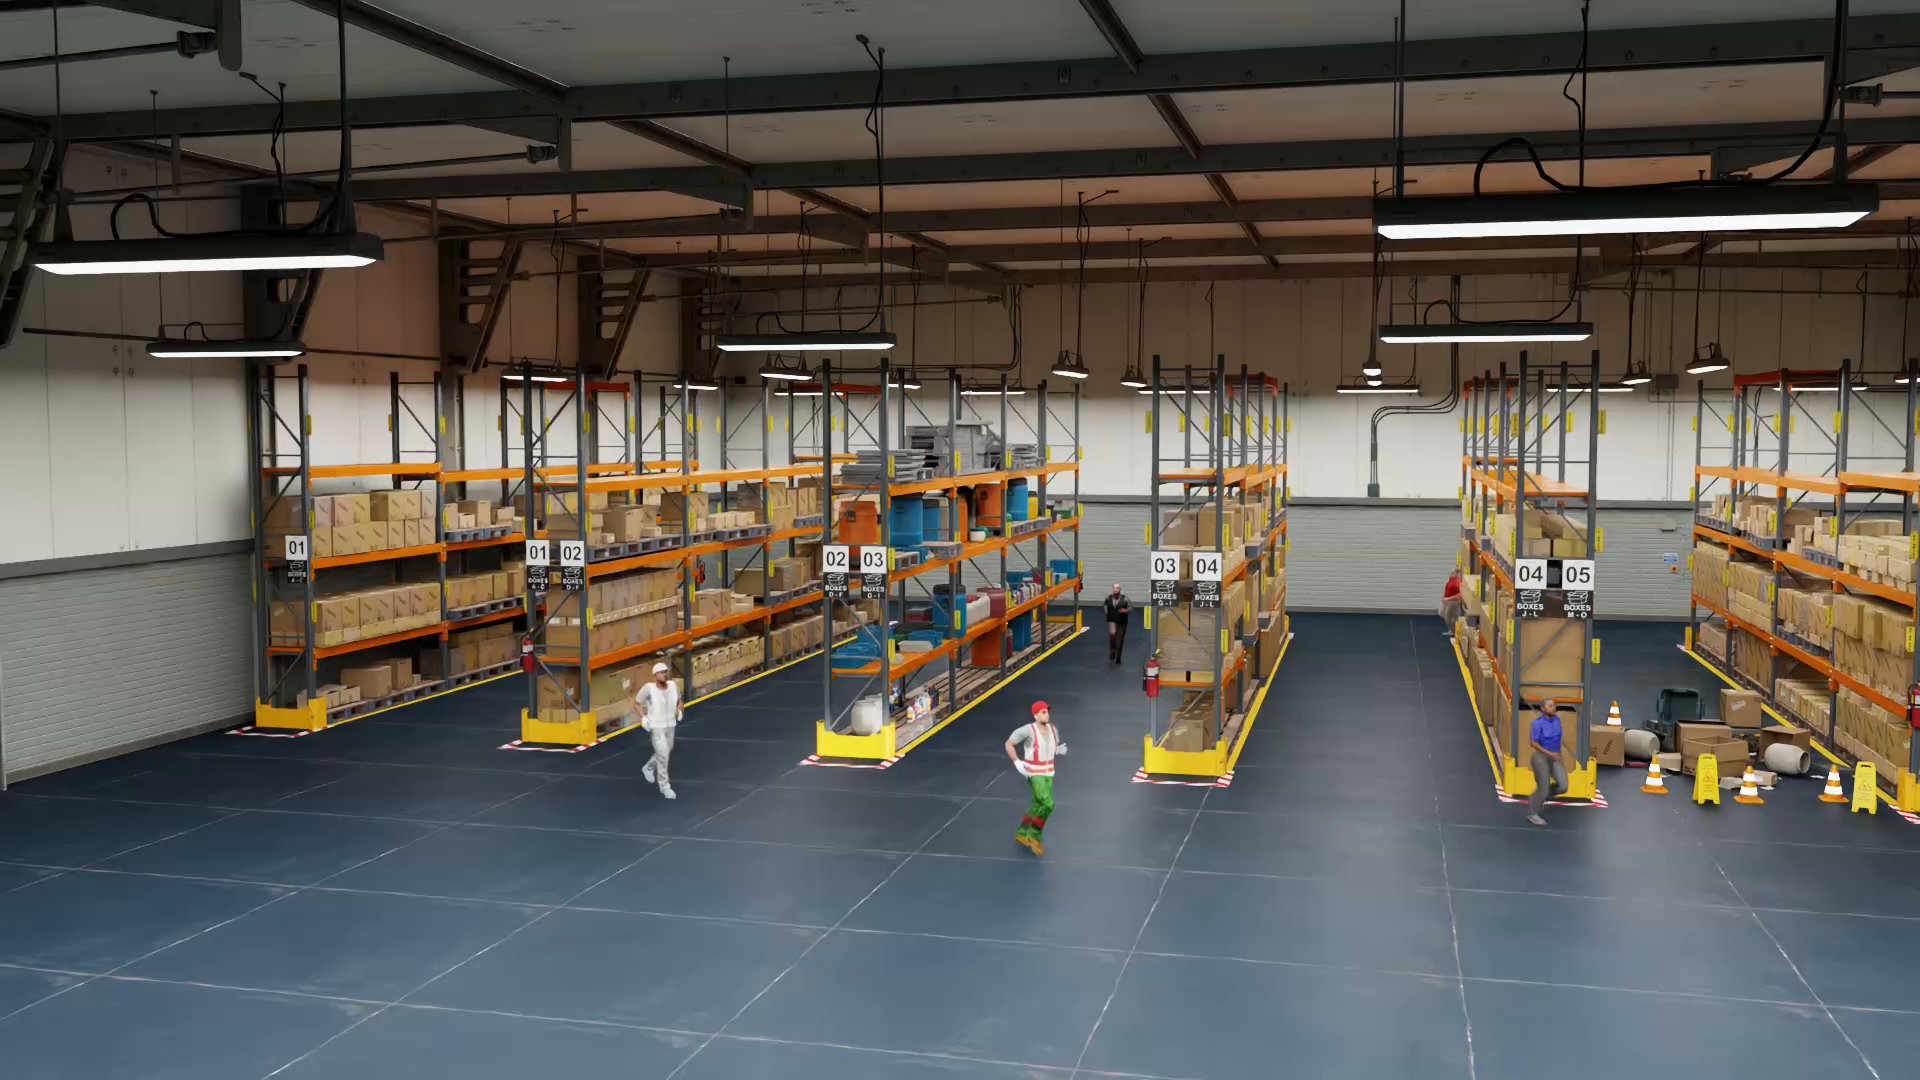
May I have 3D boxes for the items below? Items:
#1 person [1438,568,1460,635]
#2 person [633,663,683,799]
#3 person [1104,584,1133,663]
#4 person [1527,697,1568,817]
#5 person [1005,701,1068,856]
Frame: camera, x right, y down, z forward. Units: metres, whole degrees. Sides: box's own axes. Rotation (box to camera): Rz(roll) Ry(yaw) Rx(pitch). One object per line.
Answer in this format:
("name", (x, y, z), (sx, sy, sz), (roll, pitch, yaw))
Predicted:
("person", (11.603, 1.470, 39.434), (0.555, 1.634, 0.862), (0, 4, -6))
("person", (-4.084, 2.551, 22.608), (0.676, 1.806, 0.860), (-4, 5, -42))
("person", (3.264, 1.738, 34.317), (0.630, 1.692, 0.873), (1, 4, 8))
("person", (7.397, 2.733, 20.820), (0.603, 1.541, 0.597), (-2, 4, -24))
("person", (0.923, 2.779, 19.531), (0.643, 1.798, 0.746), (-4, 5, -44))
